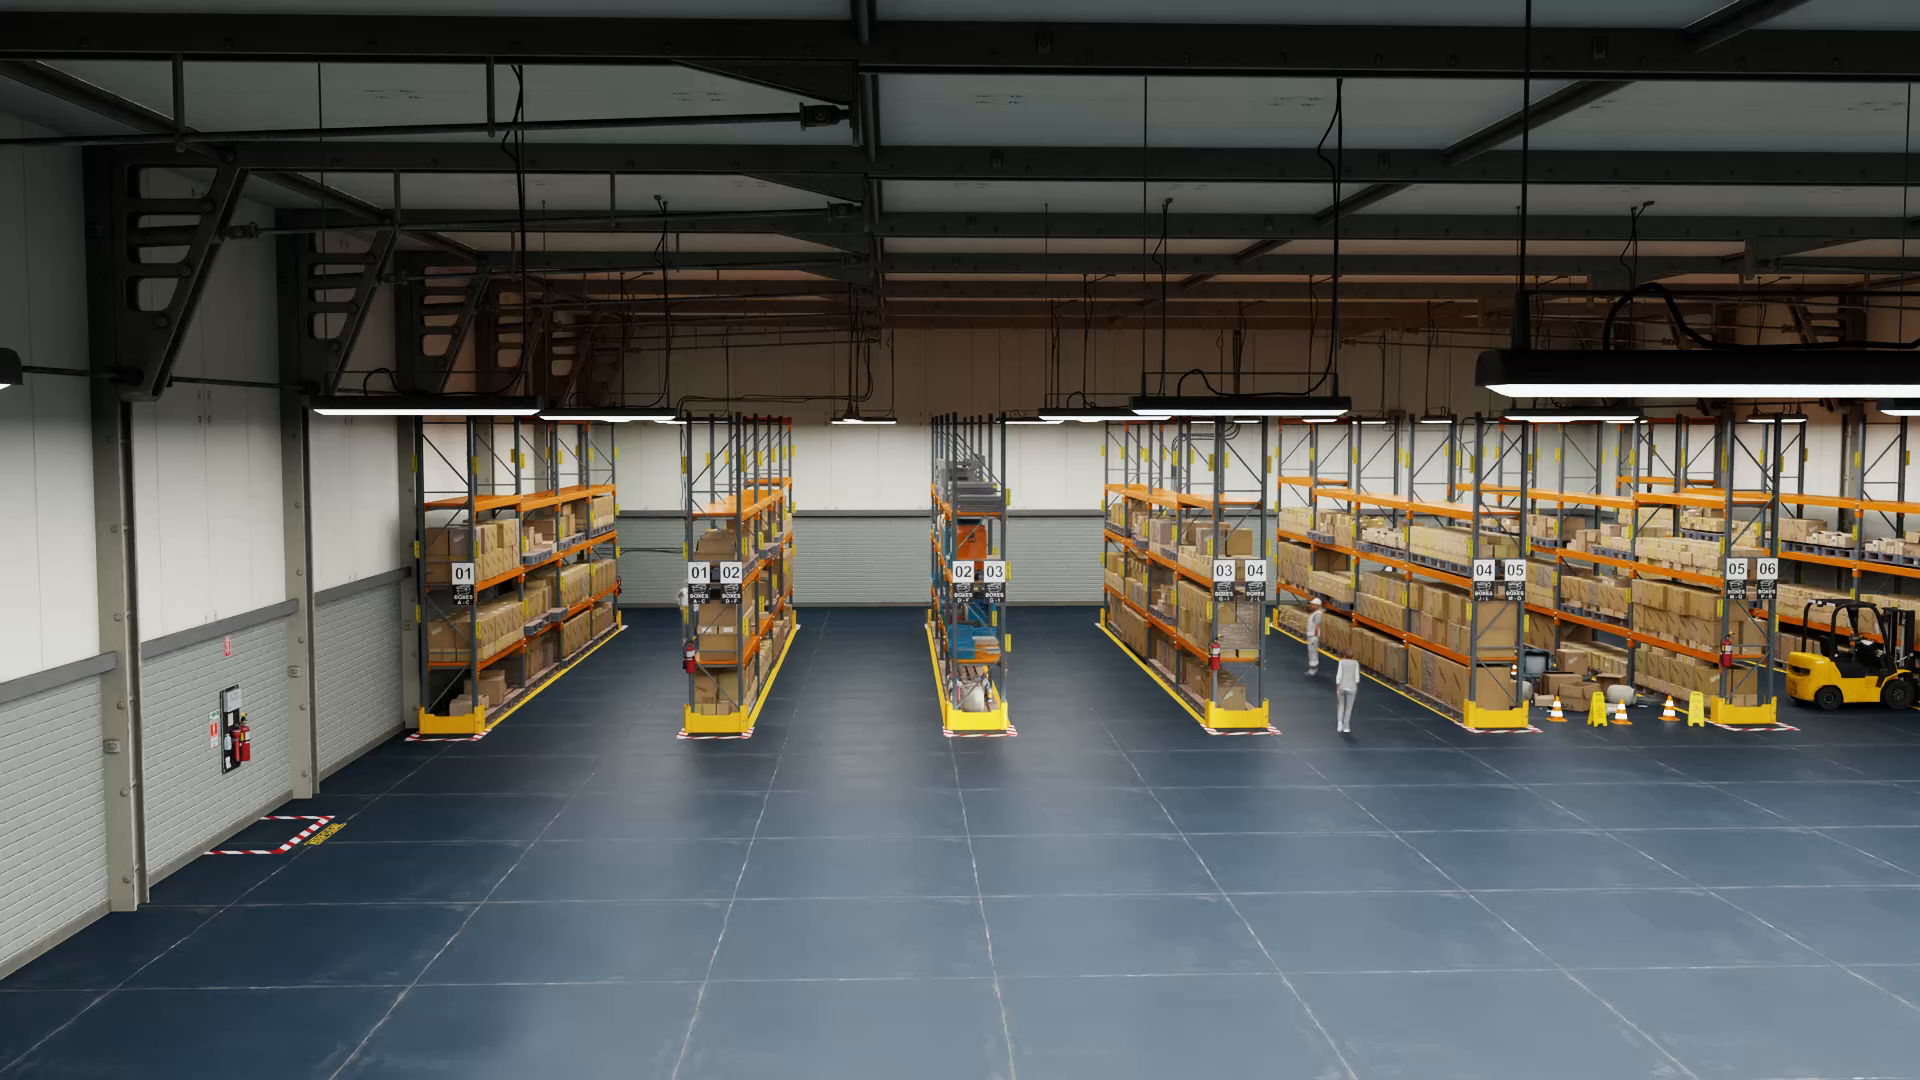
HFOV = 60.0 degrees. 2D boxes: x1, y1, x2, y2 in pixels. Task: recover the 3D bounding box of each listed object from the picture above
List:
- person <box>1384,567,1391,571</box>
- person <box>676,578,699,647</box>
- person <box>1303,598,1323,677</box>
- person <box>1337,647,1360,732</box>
[{"bbox_3d":[11.958,1.649,46.808,0.520,1.798,0.612,1,4,12],"label":"person"},{"bbox_3d":[-7.109,1.878,43.612,0.689,1.816,0.829,0,4,3],"label":"person"},{"bbox_3d":[8.097,2.231,38.194,0.467,1.797,0.547,1,4,19],"label":"person"},{"bbox_3d":[7.259,2.801,31.089,0.397,1.610,0.414,2,4,30],"label":"person"}]
